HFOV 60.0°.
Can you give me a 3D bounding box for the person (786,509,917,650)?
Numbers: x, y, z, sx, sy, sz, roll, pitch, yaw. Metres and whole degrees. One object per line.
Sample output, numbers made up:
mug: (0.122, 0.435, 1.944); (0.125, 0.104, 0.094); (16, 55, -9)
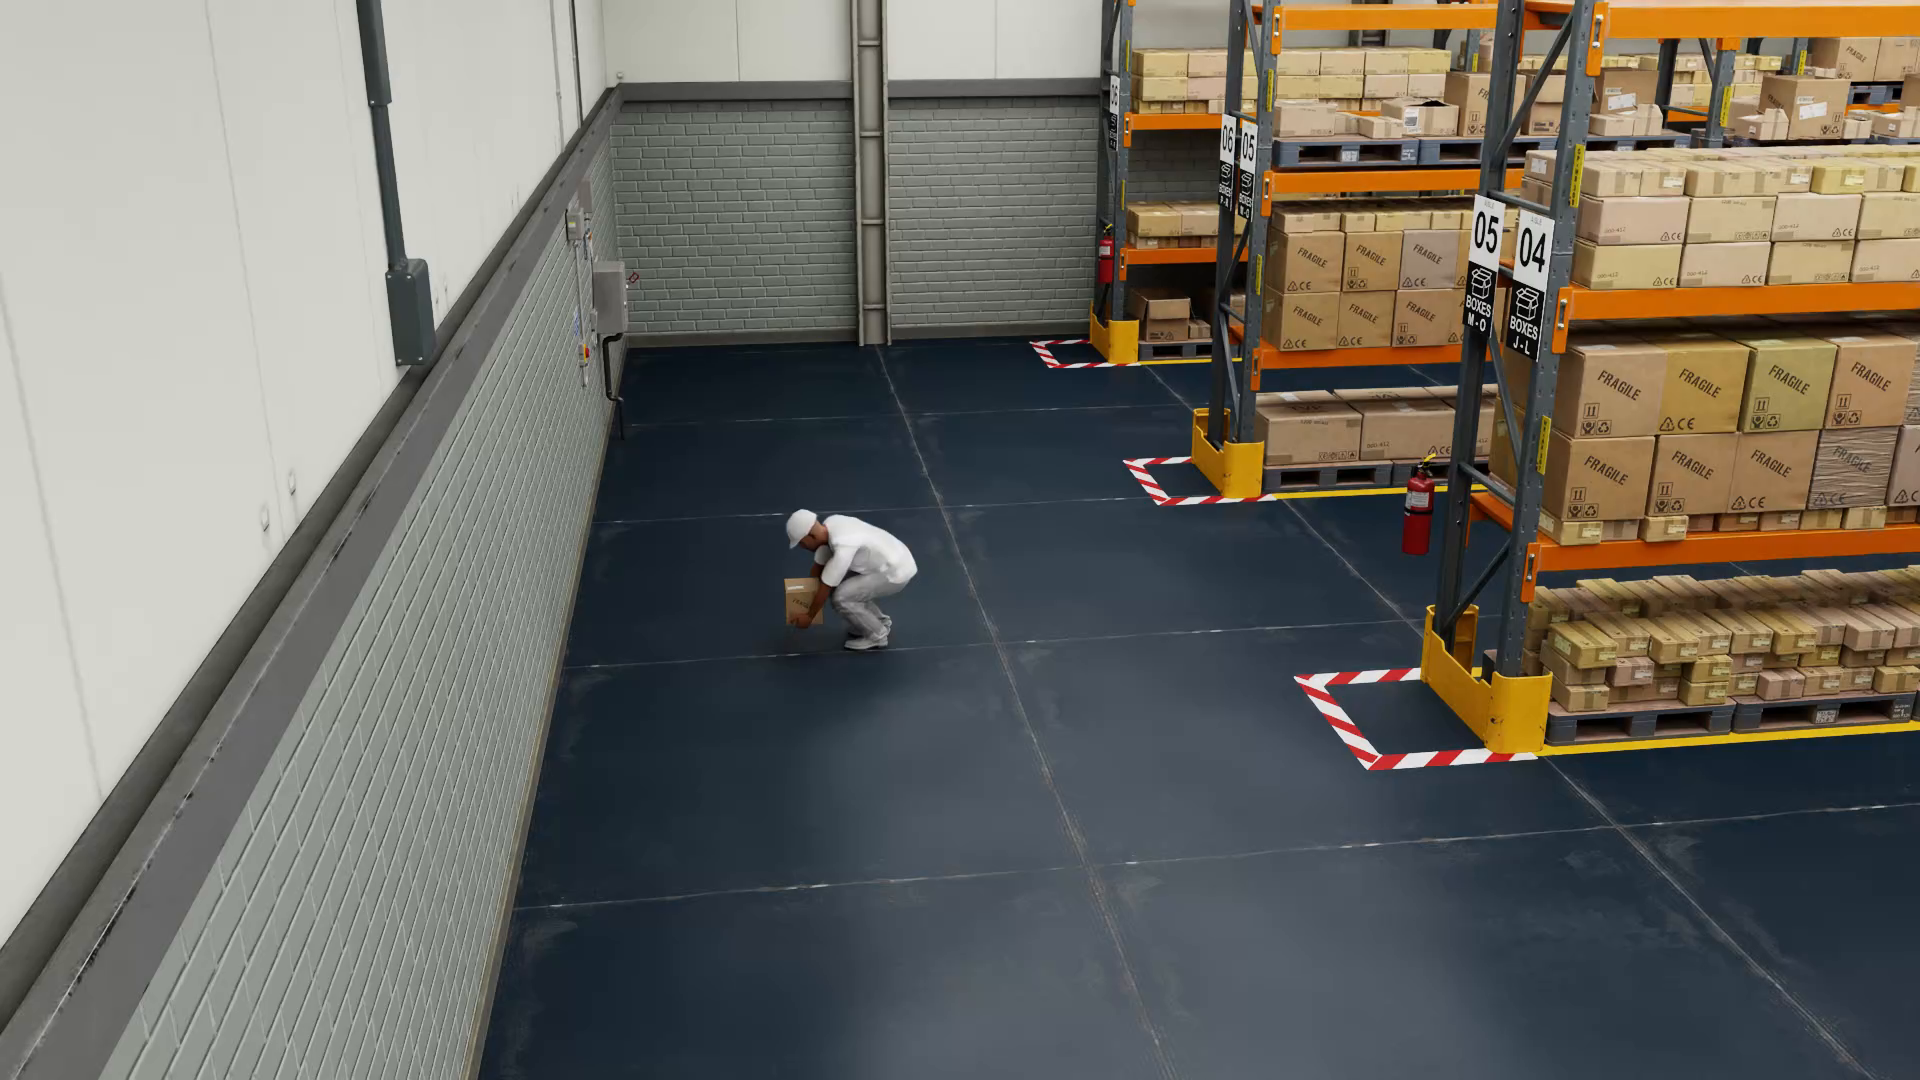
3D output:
person: (-0.748, 0.250, 11.466); (0.902, 1.013, 0.537); (-3, 20, -9)
